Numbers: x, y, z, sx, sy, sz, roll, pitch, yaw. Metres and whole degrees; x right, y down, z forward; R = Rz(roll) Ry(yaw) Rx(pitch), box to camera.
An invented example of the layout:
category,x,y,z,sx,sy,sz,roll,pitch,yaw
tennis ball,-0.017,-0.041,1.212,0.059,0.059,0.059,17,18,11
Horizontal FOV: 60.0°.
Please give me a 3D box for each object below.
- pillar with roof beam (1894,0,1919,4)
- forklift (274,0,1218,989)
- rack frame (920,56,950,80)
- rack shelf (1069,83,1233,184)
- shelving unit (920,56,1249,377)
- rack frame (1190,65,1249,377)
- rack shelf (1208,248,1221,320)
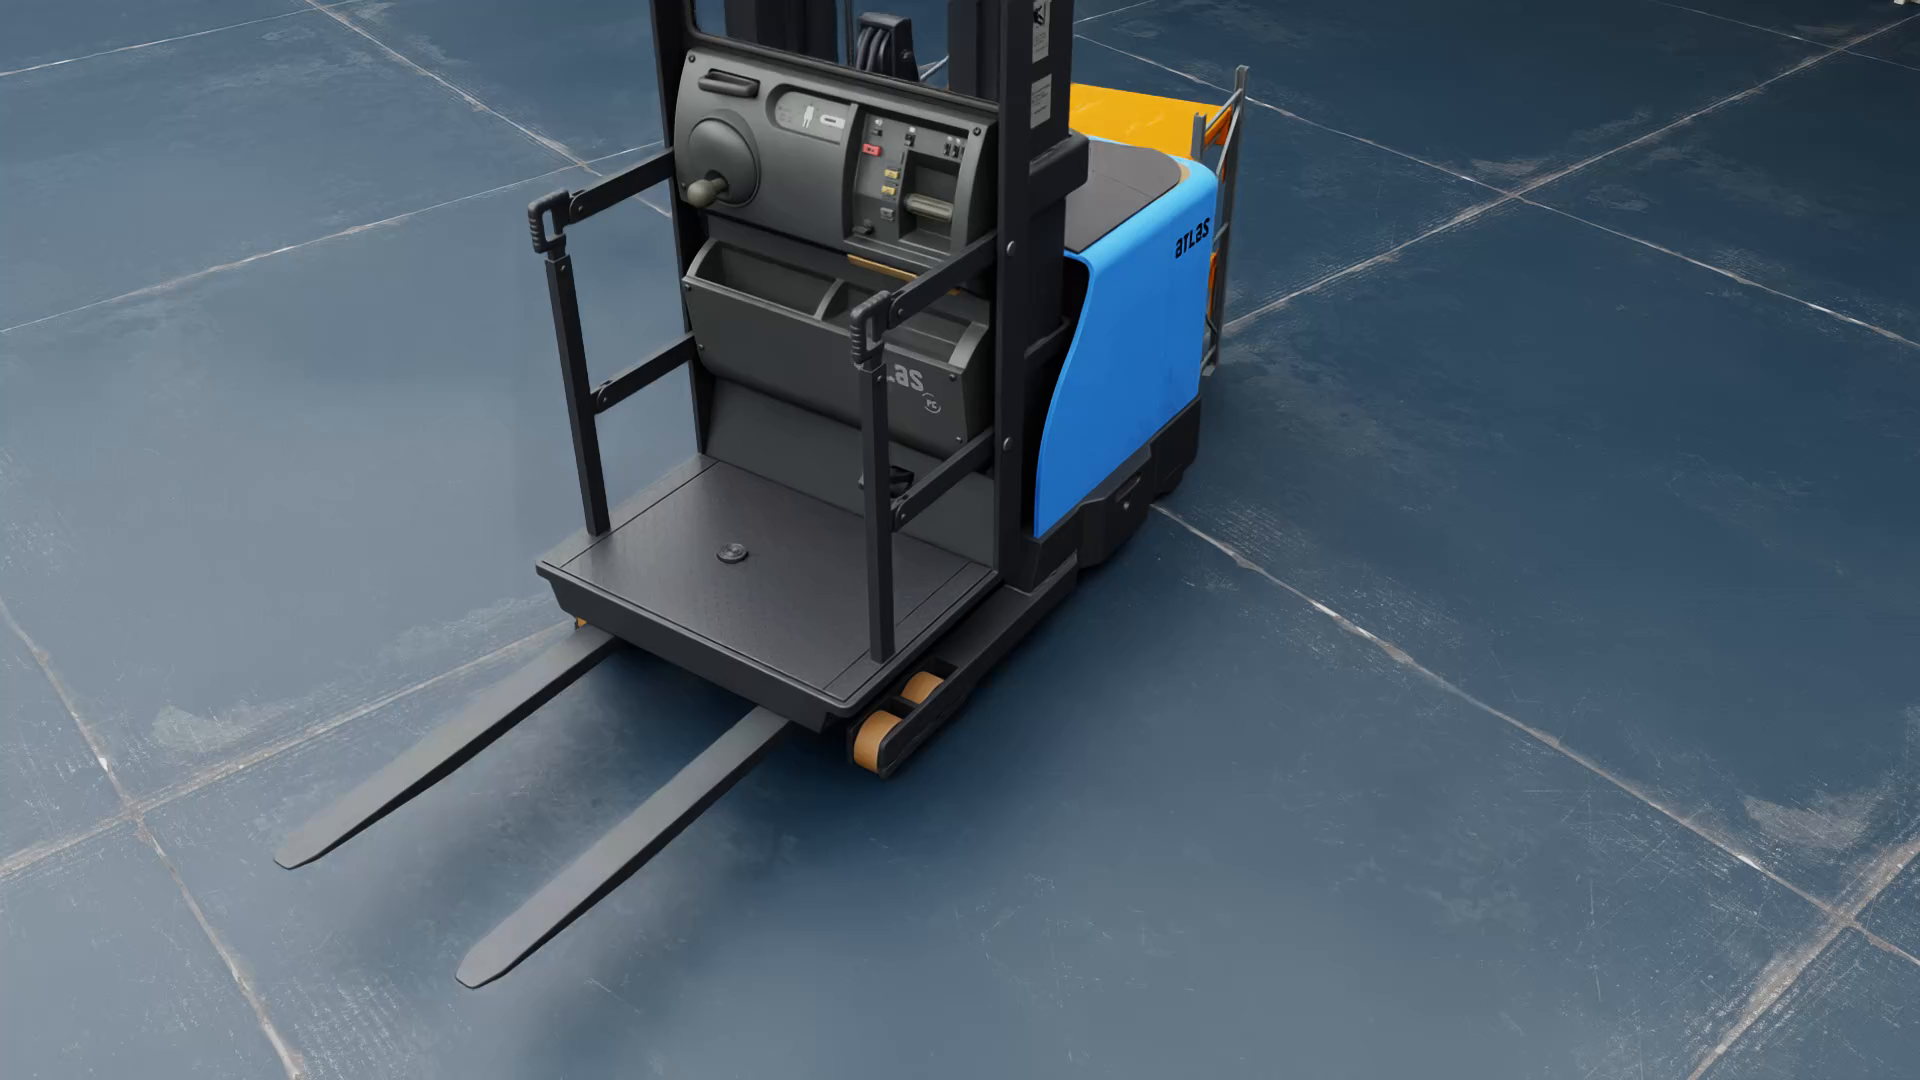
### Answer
category,x,y,z,sx,sy,sz,roll,pitch,yaw
pillar with roof beam,2.381,-5.163,4.754,9.100,9.000,0.400,-26,43,-32
forklift,-0.456,-0.895,3.977,1.130,2.935,3.031,21,41,27
rack frame,-0.081,-1.232,6.016,0.032,1.125,0.500,15,38,20
rack shelf,0.381,-1.348,5.674,1.000,0.278,0.538,15,38,20
shelving unit,0.381,-1.109,5.843,1.048,1.125,0.538,15,38,20
rack frame,0.843,-0.987,5.670,0.032,1.125,0.500,15,38,20
rack shelf,0.381,-0.910,5.984,1.000,0.278,0.538,15,38,20
